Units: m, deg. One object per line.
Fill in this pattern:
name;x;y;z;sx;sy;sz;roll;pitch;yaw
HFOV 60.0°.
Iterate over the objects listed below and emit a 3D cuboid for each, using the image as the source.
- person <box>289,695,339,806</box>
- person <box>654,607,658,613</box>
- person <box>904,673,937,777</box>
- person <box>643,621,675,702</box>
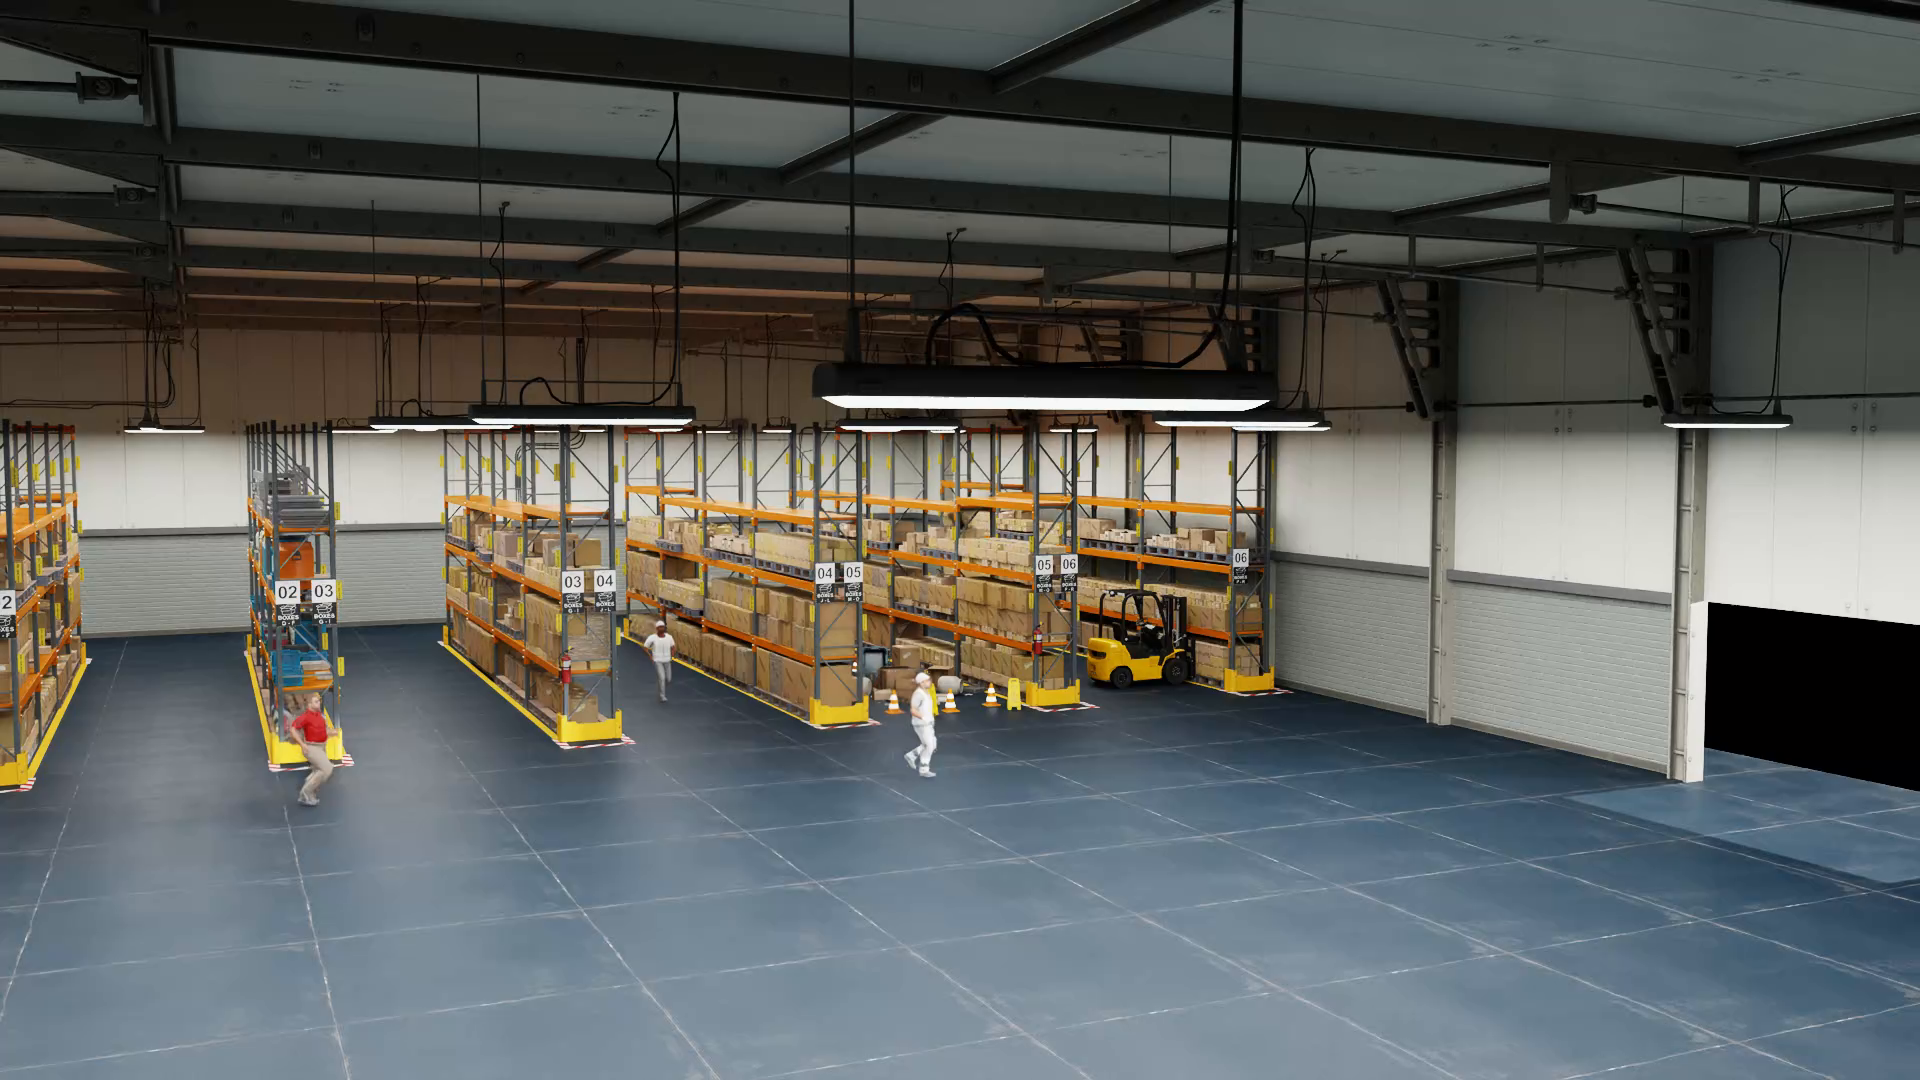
person;-9.953;3.255;25.757;0.659;1.698;0.647;0;4;-1
person;-8.836;1.795;49.203;0.695;1.721;0.733;1;4;21
person;-0.684;3.103;27.929;0.599;1.750;0.655;1;4;15
person;-6.481;2.612;35.977;0.707;1.726;0.753;-2;4;-32
